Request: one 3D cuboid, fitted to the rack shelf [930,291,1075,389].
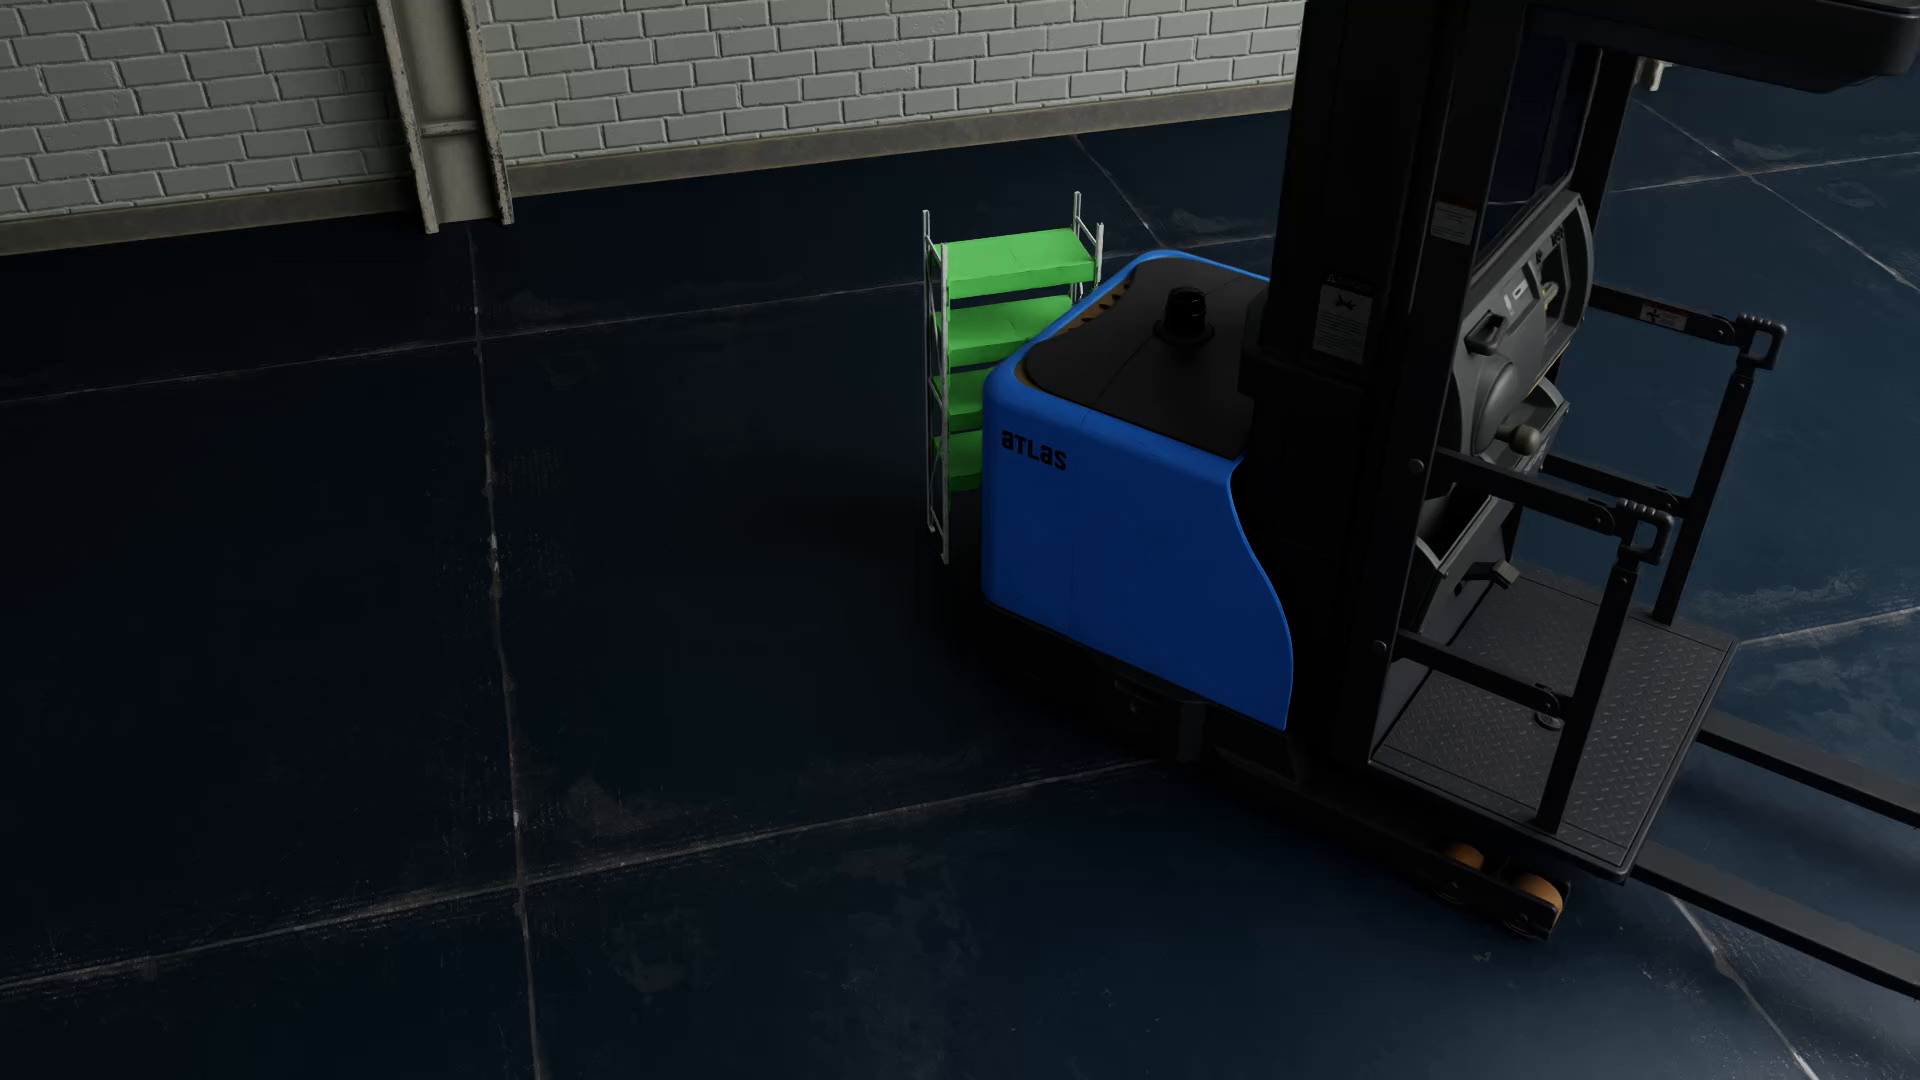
[{"bbox_3d":[0.160,-0.643,5.313,0.480,0.148,0.258,-9,38,-12],"label":"rack shelf"}]

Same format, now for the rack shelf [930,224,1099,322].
[{"bbox_3d":[0.160,-0.833,5.167,0.480,0.148,0.258,-9,38,-12],"label":"rack shelf"}]

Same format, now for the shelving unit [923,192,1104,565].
[{"bbox_3d":[0.160,-0.503,5.420,0.503,1.200,0.258,-9,38,-12],"label":"shelving unit"}]

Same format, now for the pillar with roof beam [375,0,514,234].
[{"bbox_3d":[-1.161,-2.566,1.698,0.400,9.000,9.100,-9,38,-12],"label":"pillar with roof beam"}]

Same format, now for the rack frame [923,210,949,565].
[{"bbox_3d":[-0.076,-0.464,5.369,0.015,1.200,0.240,-9,38,-12],"label":"rack frame"}]

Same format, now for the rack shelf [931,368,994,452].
[{"bbox_3d":[0.160,-0.452,5.459,0.480,0.148,0.258,-9,38,-12],"label":"rack shelf"}]

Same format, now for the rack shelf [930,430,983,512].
[{"bbox_3d":[0.160,-0.261,5.604,0.480,0.148,0.258,-9,38,-12],"label":"rack shelf"}]

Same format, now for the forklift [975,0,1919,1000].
[{"bbox_3d":[1.549,-0.490,3.978,3.031,2.935,1.130,23,43,27],"label":"forklift"}]

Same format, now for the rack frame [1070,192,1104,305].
[{"bbox_3d":[0.395,-0.541,5.470,0.015,1.200,0.240,-9,38,-12],"label":"rack frame"}]

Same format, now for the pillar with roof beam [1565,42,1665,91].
[{"bbox_3d":[4.631,-3.517,2.941,0.400,9.000,9.100,-9,38,-12],"label":"pillar with roof beam"}]
